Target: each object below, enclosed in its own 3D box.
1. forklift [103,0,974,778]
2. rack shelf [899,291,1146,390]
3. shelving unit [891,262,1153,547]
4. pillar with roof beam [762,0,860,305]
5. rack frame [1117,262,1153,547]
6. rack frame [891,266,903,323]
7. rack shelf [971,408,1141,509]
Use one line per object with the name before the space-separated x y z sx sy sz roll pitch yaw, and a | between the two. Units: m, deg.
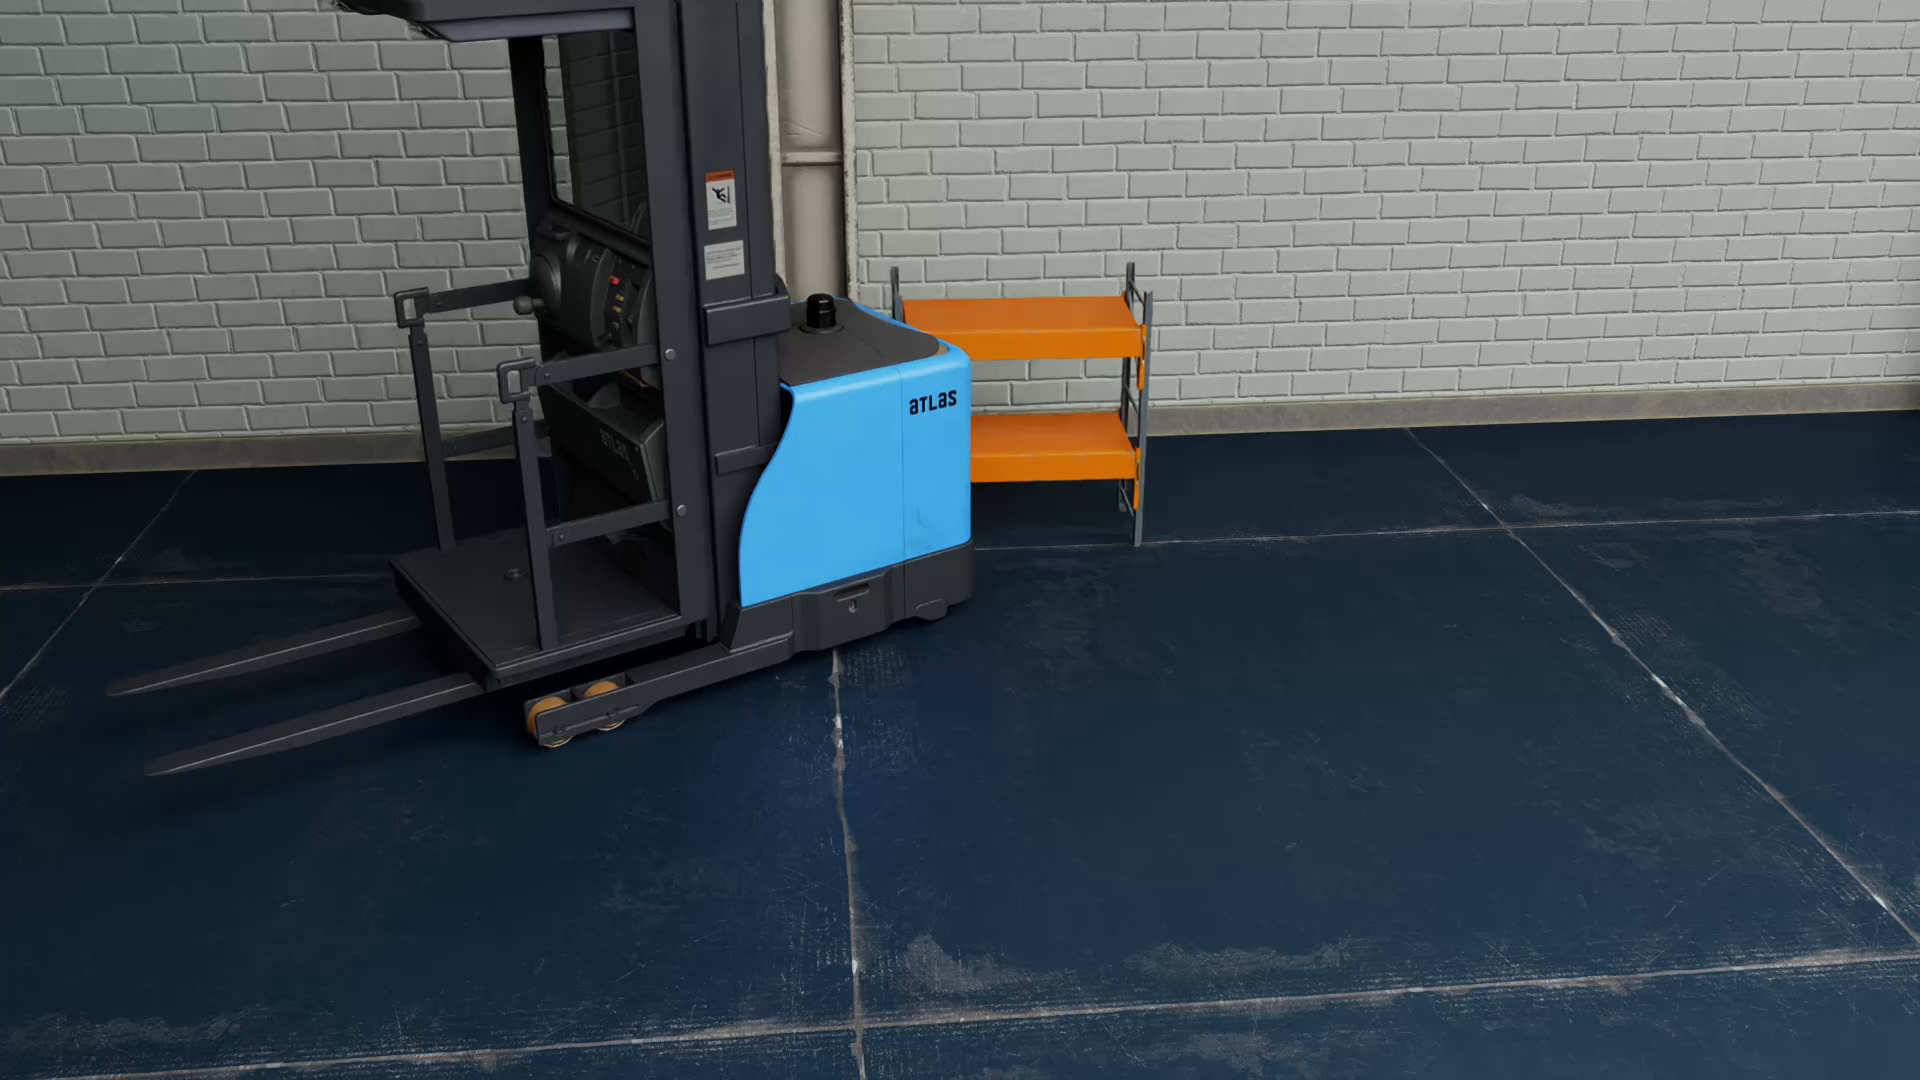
forklift | -1.443 -0.878 5.616 3.031 2.935 1.130 -16 29 -32
rack shelf | 0.244 -0.840 7.035 1.000 0.278 0.538 -2 24 -3
shelving unit | 0.244 -0.573 7.154 1.048 1.125 0.538 -2 24 -3
pillar with roof beam | -0.254 -2.784 2.434 0.400 9.000 9.100 -2 24 -5
rack frame | 0.751 -0.586 7.184 0.032 1.125 0.500 -2 24 -3
rack frame | -0.263 -0.559 7.123 0.032 1.125 0.500 -2 24 -3
rack shelf | 0.244 -0.349 7.253 1.000 0.278 0.538 -2 24 -3
